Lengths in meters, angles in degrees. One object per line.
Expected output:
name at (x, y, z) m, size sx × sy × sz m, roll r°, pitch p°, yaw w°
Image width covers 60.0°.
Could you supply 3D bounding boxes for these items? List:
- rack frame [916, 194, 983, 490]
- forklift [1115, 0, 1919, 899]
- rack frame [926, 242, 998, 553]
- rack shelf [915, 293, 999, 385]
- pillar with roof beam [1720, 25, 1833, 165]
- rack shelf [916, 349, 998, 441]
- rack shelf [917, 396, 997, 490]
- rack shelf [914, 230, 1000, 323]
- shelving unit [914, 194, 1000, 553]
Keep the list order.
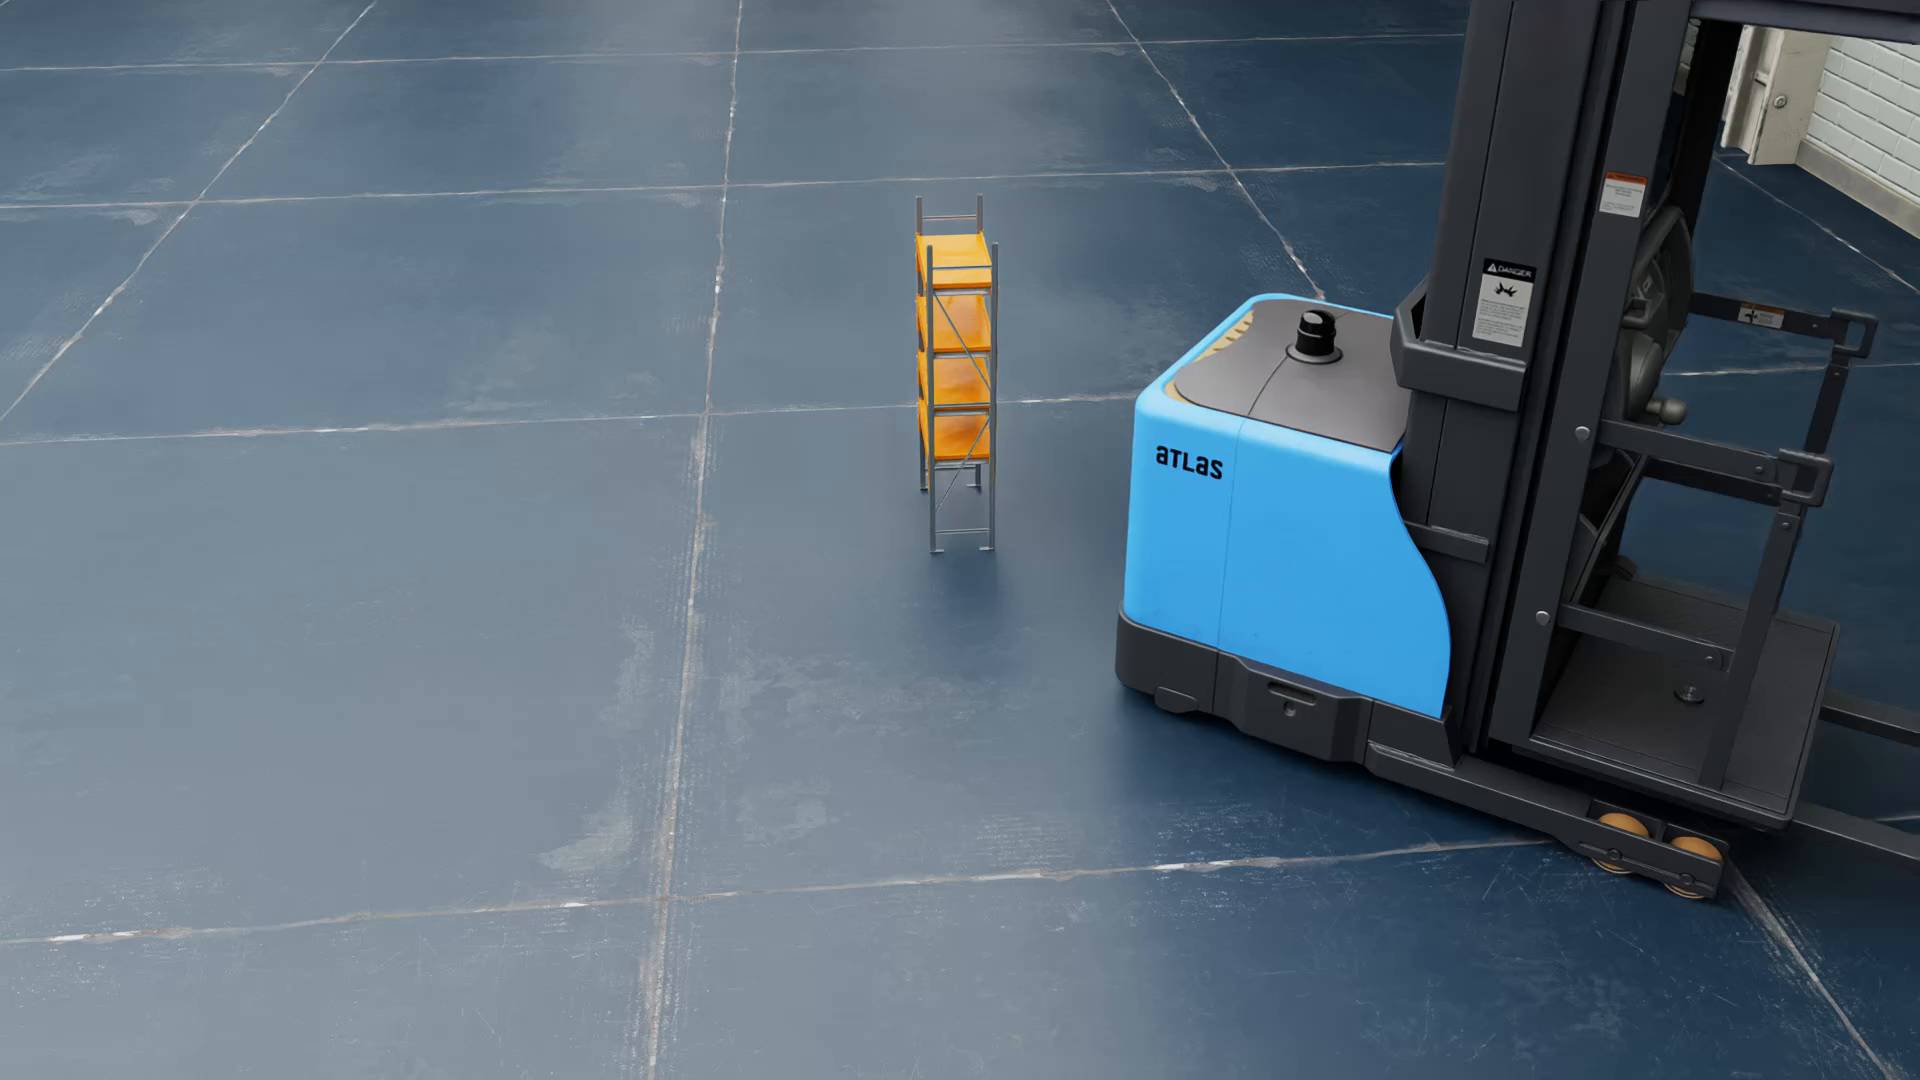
rack frame at (-0.038, -0.724, 6.292) m, size 0.240 × 1.200 × 0.015 m, roll -3°, pitch 31°, yaw -5°
forklift at (2.032, -0.582, 4.366) m, size 3.031 × 2.935 × 1.130 m, roll 17°, pitch 35°, yaw 26°
rack frame at (0.007, -0.475, 5.875) m, size 0.240 × 1.200 × 0.015 m, roll -3°, pitch 31°, yaw -5°
rack shelf at (-0.015, -0.734, 6.004) m, size 0.258 × 0.148 × 0.480 m, roll -3°, pitch 31°, yaw -5°
pillar with roof beam at (0.630, -6.032, 7.574) m, size 9.100 × 9.000 × 0.400 m, roll -3°, pitch 31°, yaw -5°
rack shelf at (-0.015, -0.542, 6.118) m, size 0.258 × 0.148 × 0.480 m, roll -3°, pitch 31°, yaw -5°
rack shelf at (-0.015, -0.371, 6.220) m, size 0.258 × 0.148 × 0.480 m, roll -3°, pitch 31°, yaw -5°
rack shelf at (-0.015, -0.937, 5.882) m, size 0.258 × 0.148 × 0.480 m, roll -3°, pitch 31°, yaw -5°
shelving unit at (-0.015, -0.600, 6.084) m, size 0.258 × 1.200 × 0.503 m, roll -3°, pitch 31°, yaw -5°
